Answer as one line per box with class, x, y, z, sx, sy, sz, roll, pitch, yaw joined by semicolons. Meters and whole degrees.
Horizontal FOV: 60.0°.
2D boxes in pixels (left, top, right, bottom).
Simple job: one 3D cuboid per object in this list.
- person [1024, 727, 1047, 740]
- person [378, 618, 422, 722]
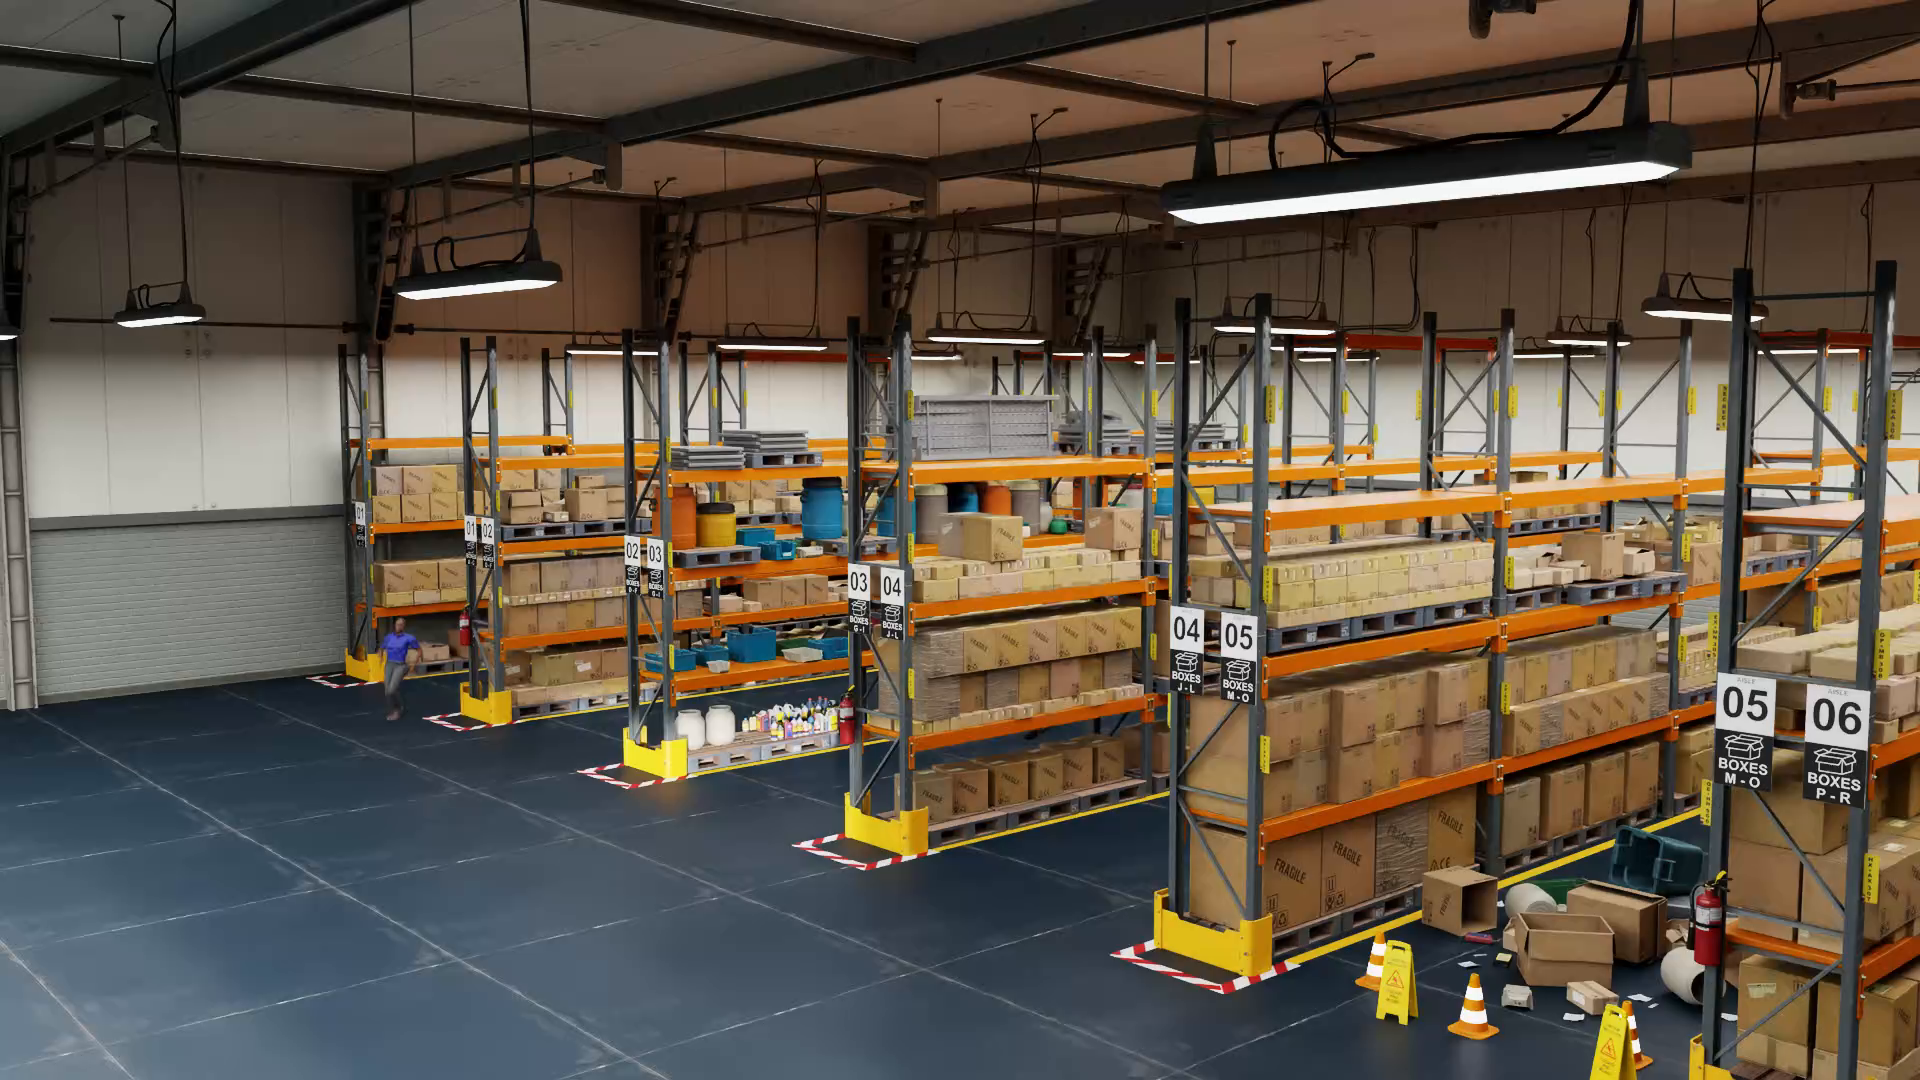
person;1.101;1.921;23.383;0.670;1.732;0.812;3;6;30
person;-8.798;2.033;26.013;0.649;1.627;0.582;1;5;8
